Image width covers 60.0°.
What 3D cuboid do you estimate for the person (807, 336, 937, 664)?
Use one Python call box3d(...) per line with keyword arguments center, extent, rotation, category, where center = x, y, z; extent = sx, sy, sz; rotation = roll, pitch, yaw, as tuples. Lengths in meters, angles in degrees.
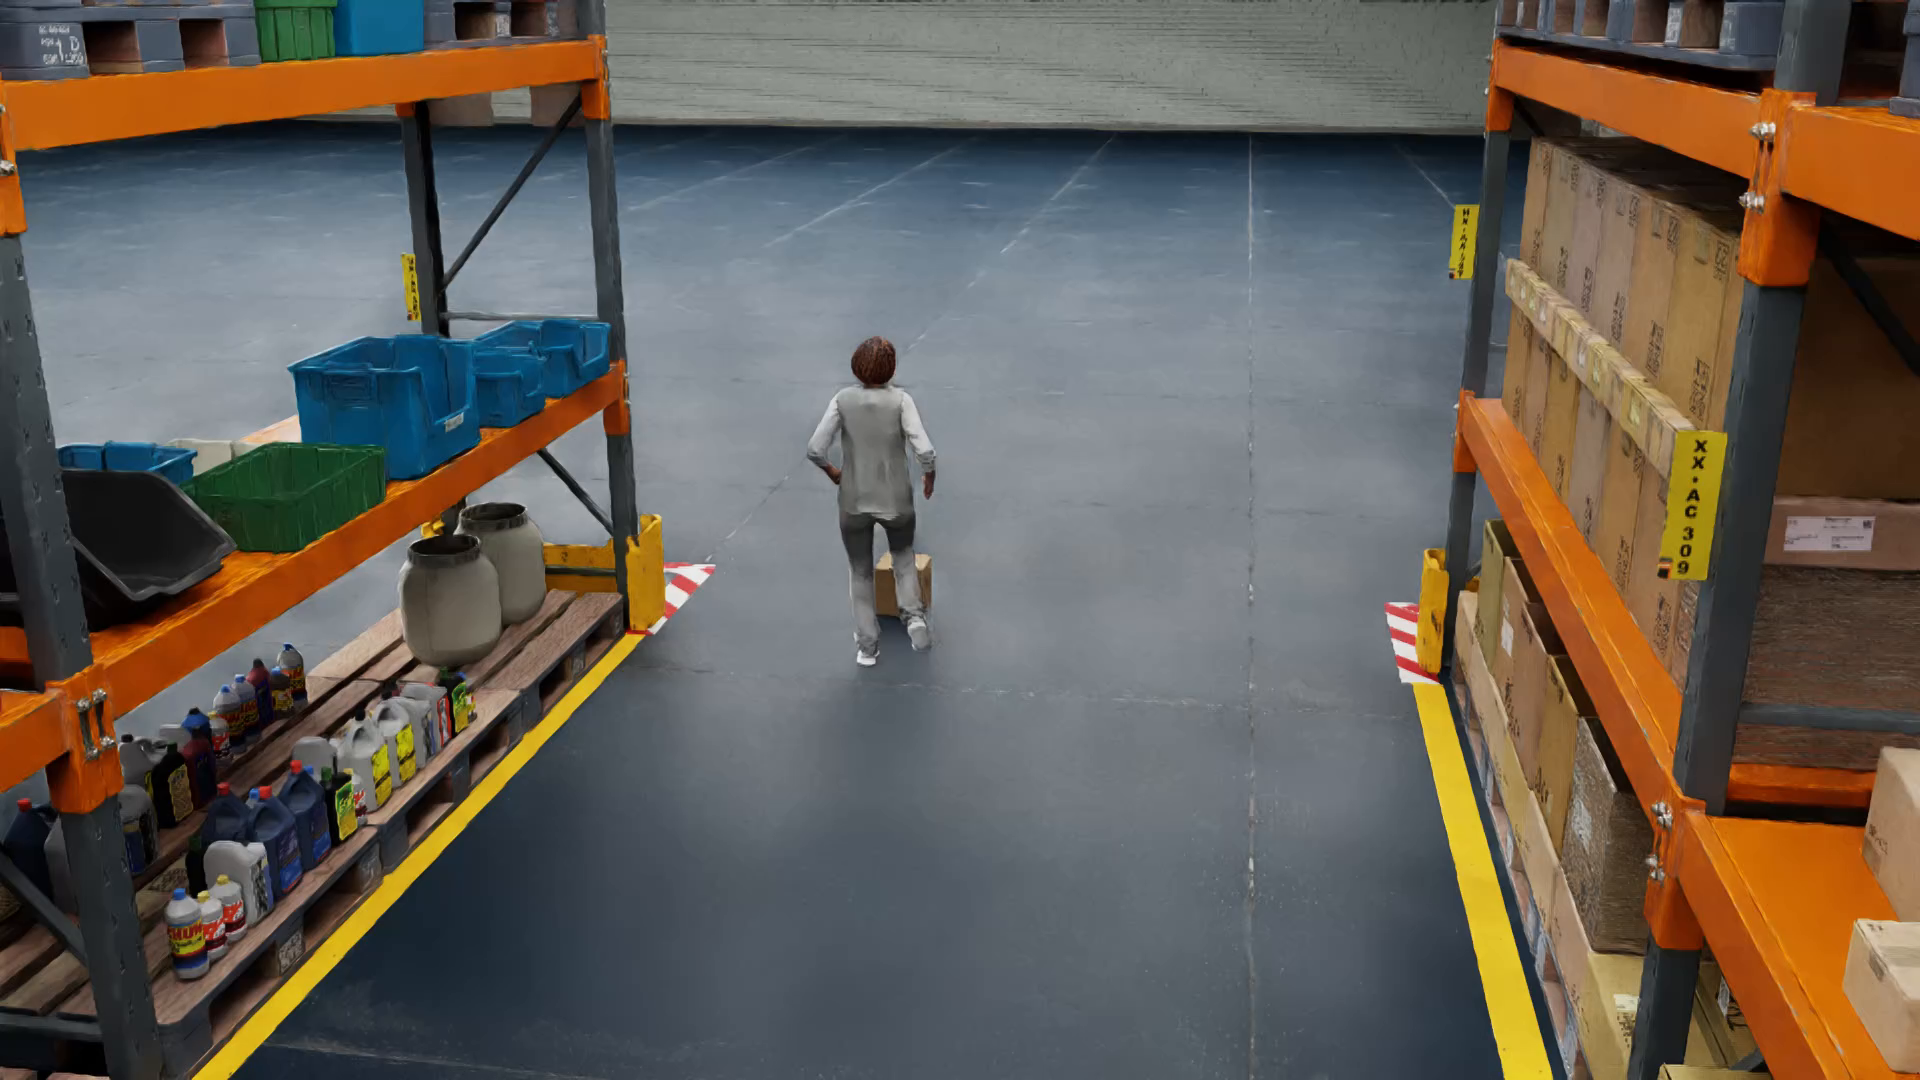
box3d(center=(-0.406, -0.180, 7.676), extent=(0.585, 1.567, 0.433), rotation=(-1, 18, -3), category="person")
